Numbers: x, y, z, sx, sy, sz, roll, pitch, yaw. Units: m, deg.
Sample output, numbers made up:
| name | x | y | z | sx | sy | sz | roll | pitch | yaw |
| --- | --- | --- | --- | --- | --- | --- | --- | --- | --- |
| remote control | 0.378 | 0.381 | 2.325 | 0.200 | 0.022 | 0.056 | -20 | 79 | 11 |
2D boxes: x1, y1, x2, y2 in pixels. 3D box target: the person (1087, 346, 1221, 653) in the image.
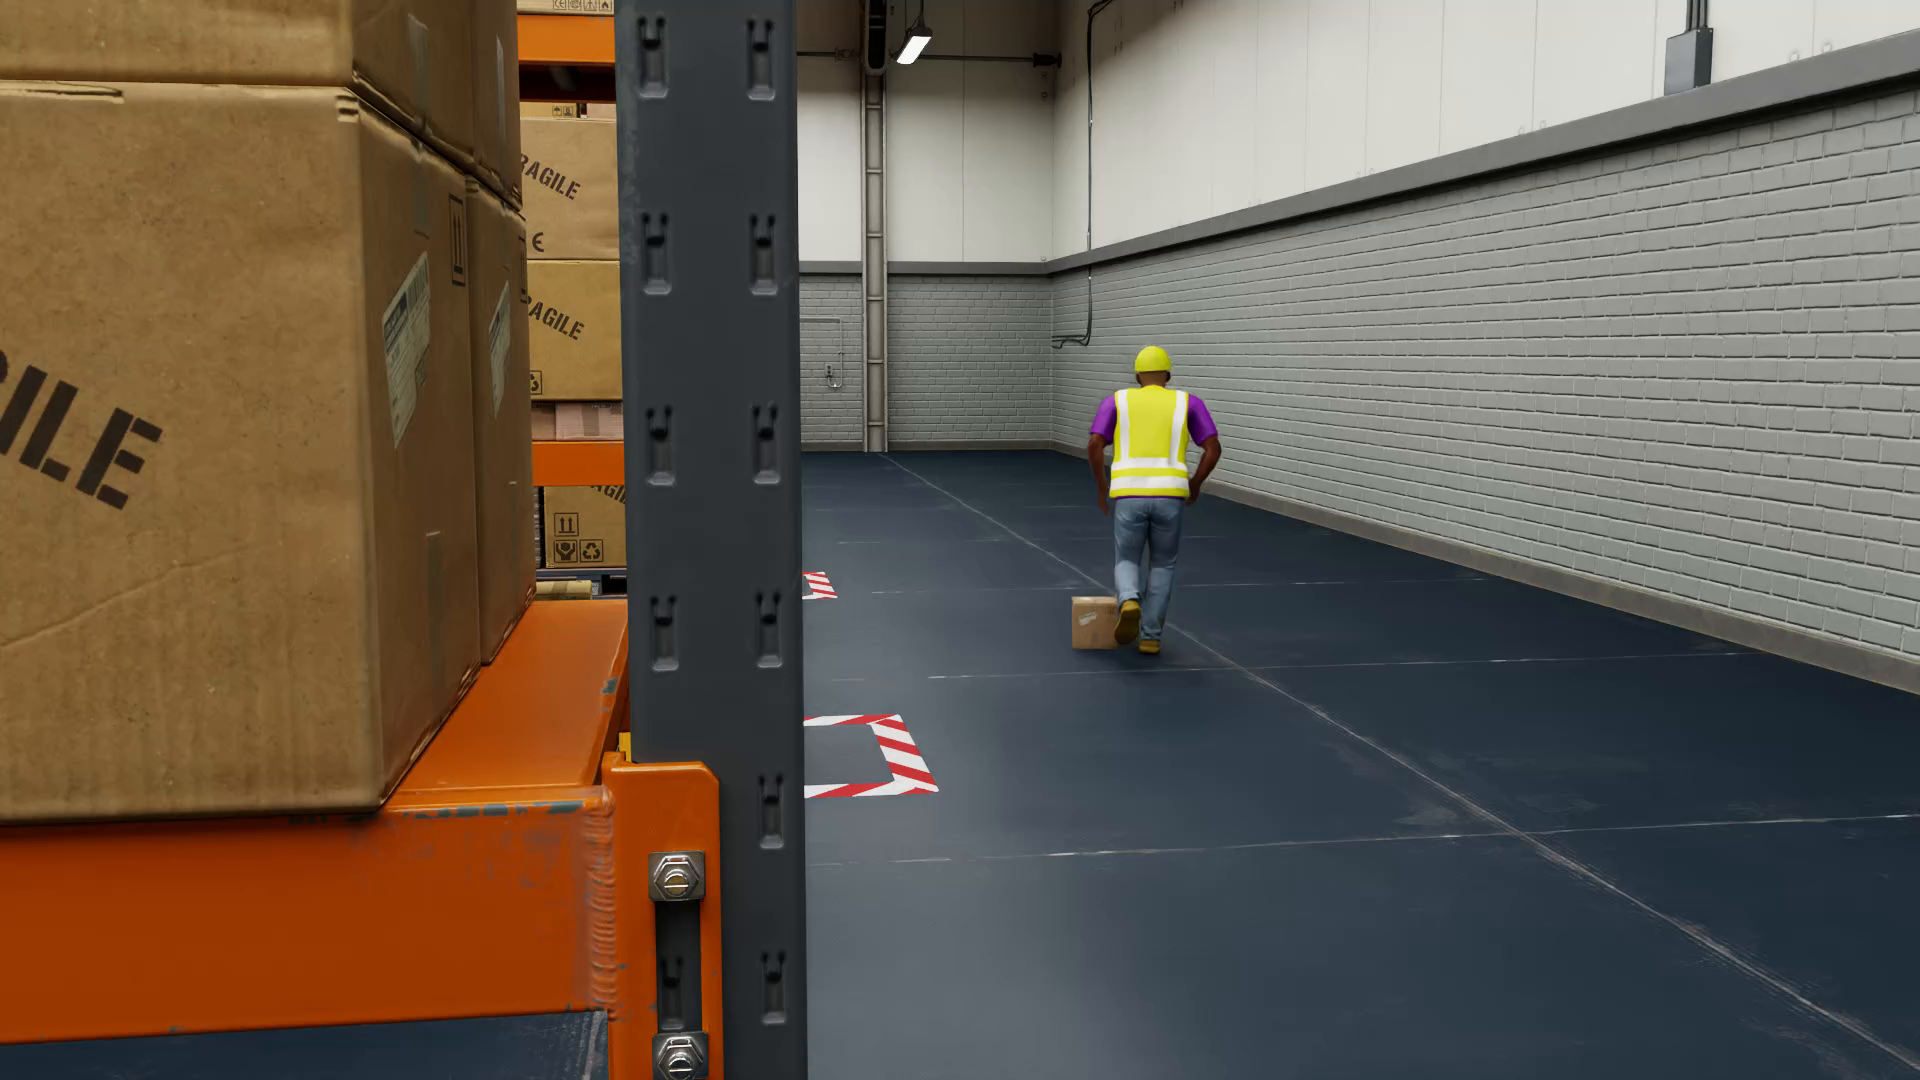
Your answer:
| name | x | y | z | sx | sy | sz | roll | pitch | yaw |
| --- | --- | --- | --- | --- | --- | --- | --- | --- | --- |
| person | 1.054 | -0.222 | 9.051 | 0.725 | 1.664 | 0.785 | 1 | 6 | 5 |
